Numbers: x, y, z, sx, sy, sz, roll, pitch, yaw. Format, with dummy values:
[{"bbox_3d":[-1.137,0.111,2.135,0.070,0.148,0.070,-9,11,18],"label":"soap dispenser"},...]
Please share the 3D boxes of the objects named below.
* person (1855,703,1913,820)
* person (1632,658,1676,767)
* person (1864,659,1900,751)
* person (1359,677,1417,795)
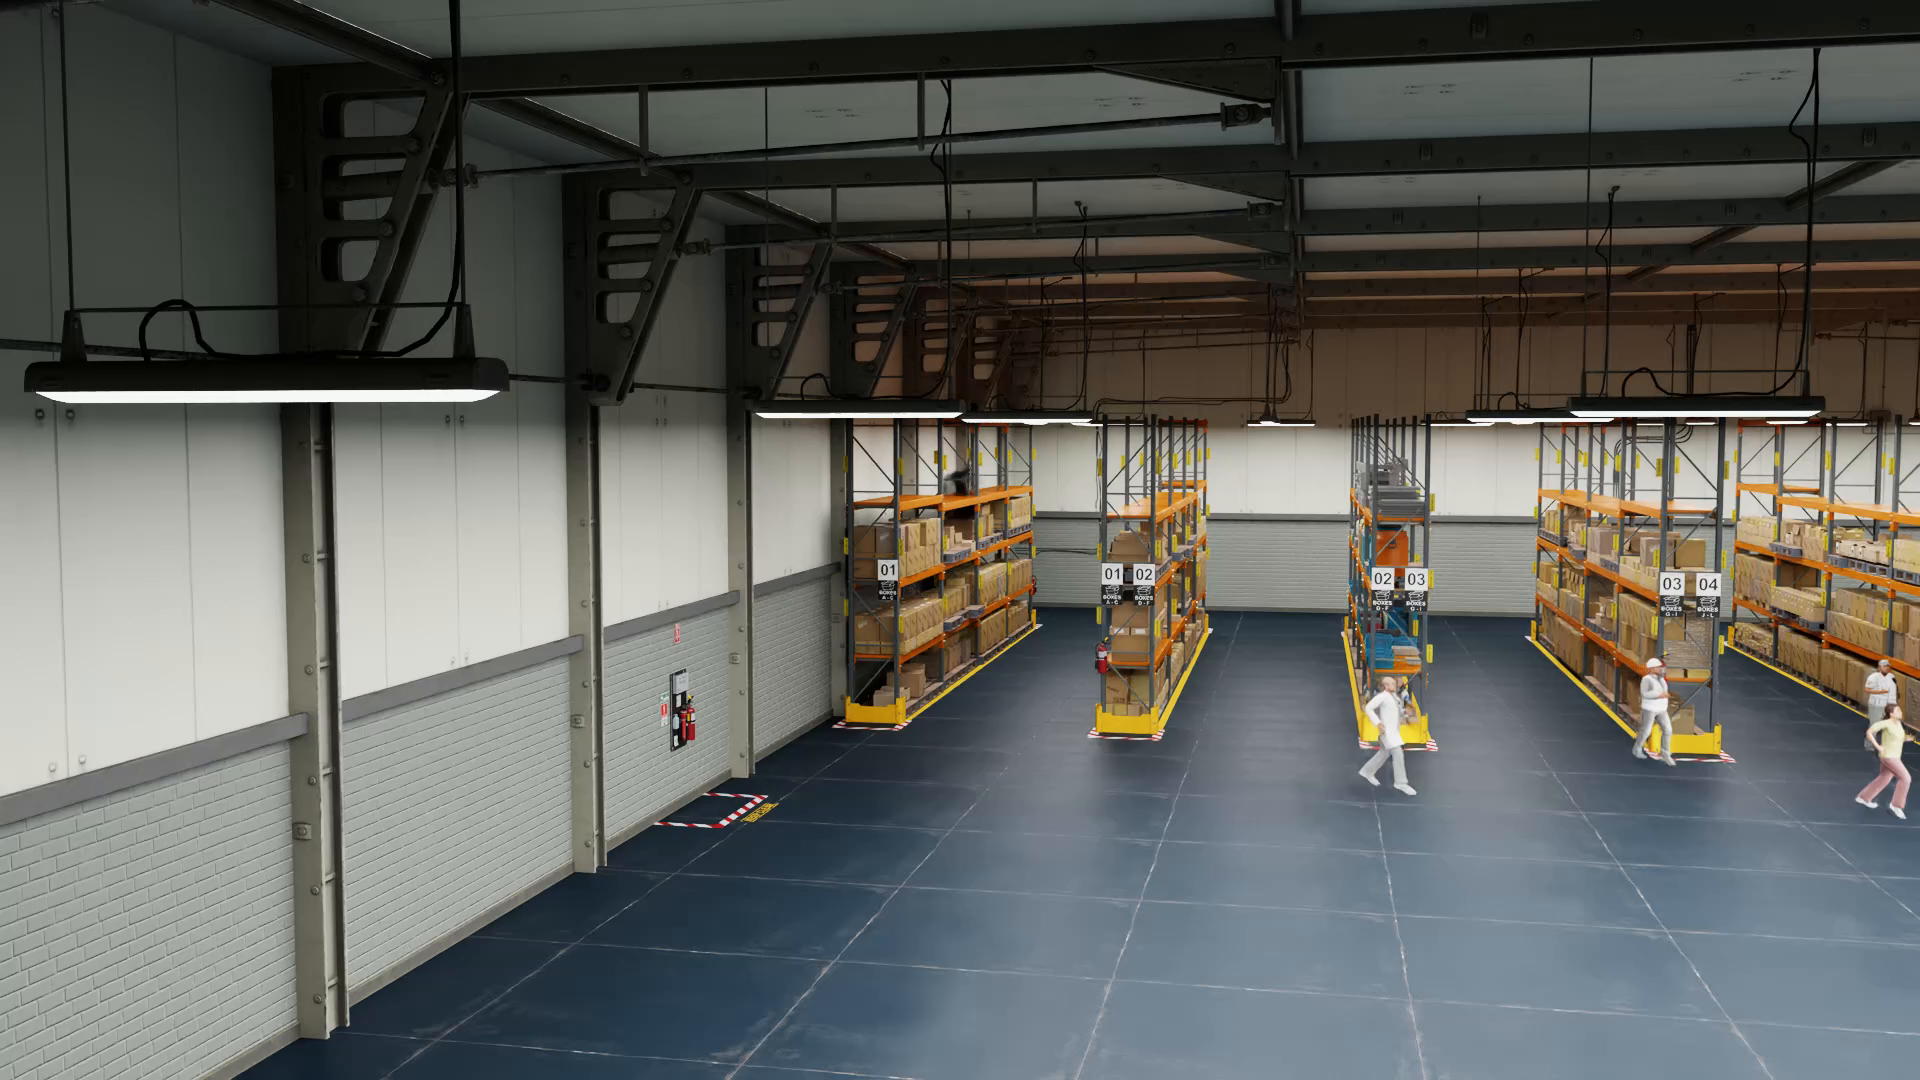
[{"bbox_3d":[13.753,3.258,24.704,0.556,1.708,0.787,-3,5,-41],"label":"person"},{"bbox_3d":[11.876,2.930,28.469,0.657,1.829,0.748,-2,4,-23],"label":"person"},{"bbox_3d":[16.175,2.962,29.183,0.604,1.751,0.662,0,4,5],"label":"person"},{"bbox_3d":[6.772,3.062,26.281,0.987,1.810,0.686,2,5,32],"label":"person"}]
